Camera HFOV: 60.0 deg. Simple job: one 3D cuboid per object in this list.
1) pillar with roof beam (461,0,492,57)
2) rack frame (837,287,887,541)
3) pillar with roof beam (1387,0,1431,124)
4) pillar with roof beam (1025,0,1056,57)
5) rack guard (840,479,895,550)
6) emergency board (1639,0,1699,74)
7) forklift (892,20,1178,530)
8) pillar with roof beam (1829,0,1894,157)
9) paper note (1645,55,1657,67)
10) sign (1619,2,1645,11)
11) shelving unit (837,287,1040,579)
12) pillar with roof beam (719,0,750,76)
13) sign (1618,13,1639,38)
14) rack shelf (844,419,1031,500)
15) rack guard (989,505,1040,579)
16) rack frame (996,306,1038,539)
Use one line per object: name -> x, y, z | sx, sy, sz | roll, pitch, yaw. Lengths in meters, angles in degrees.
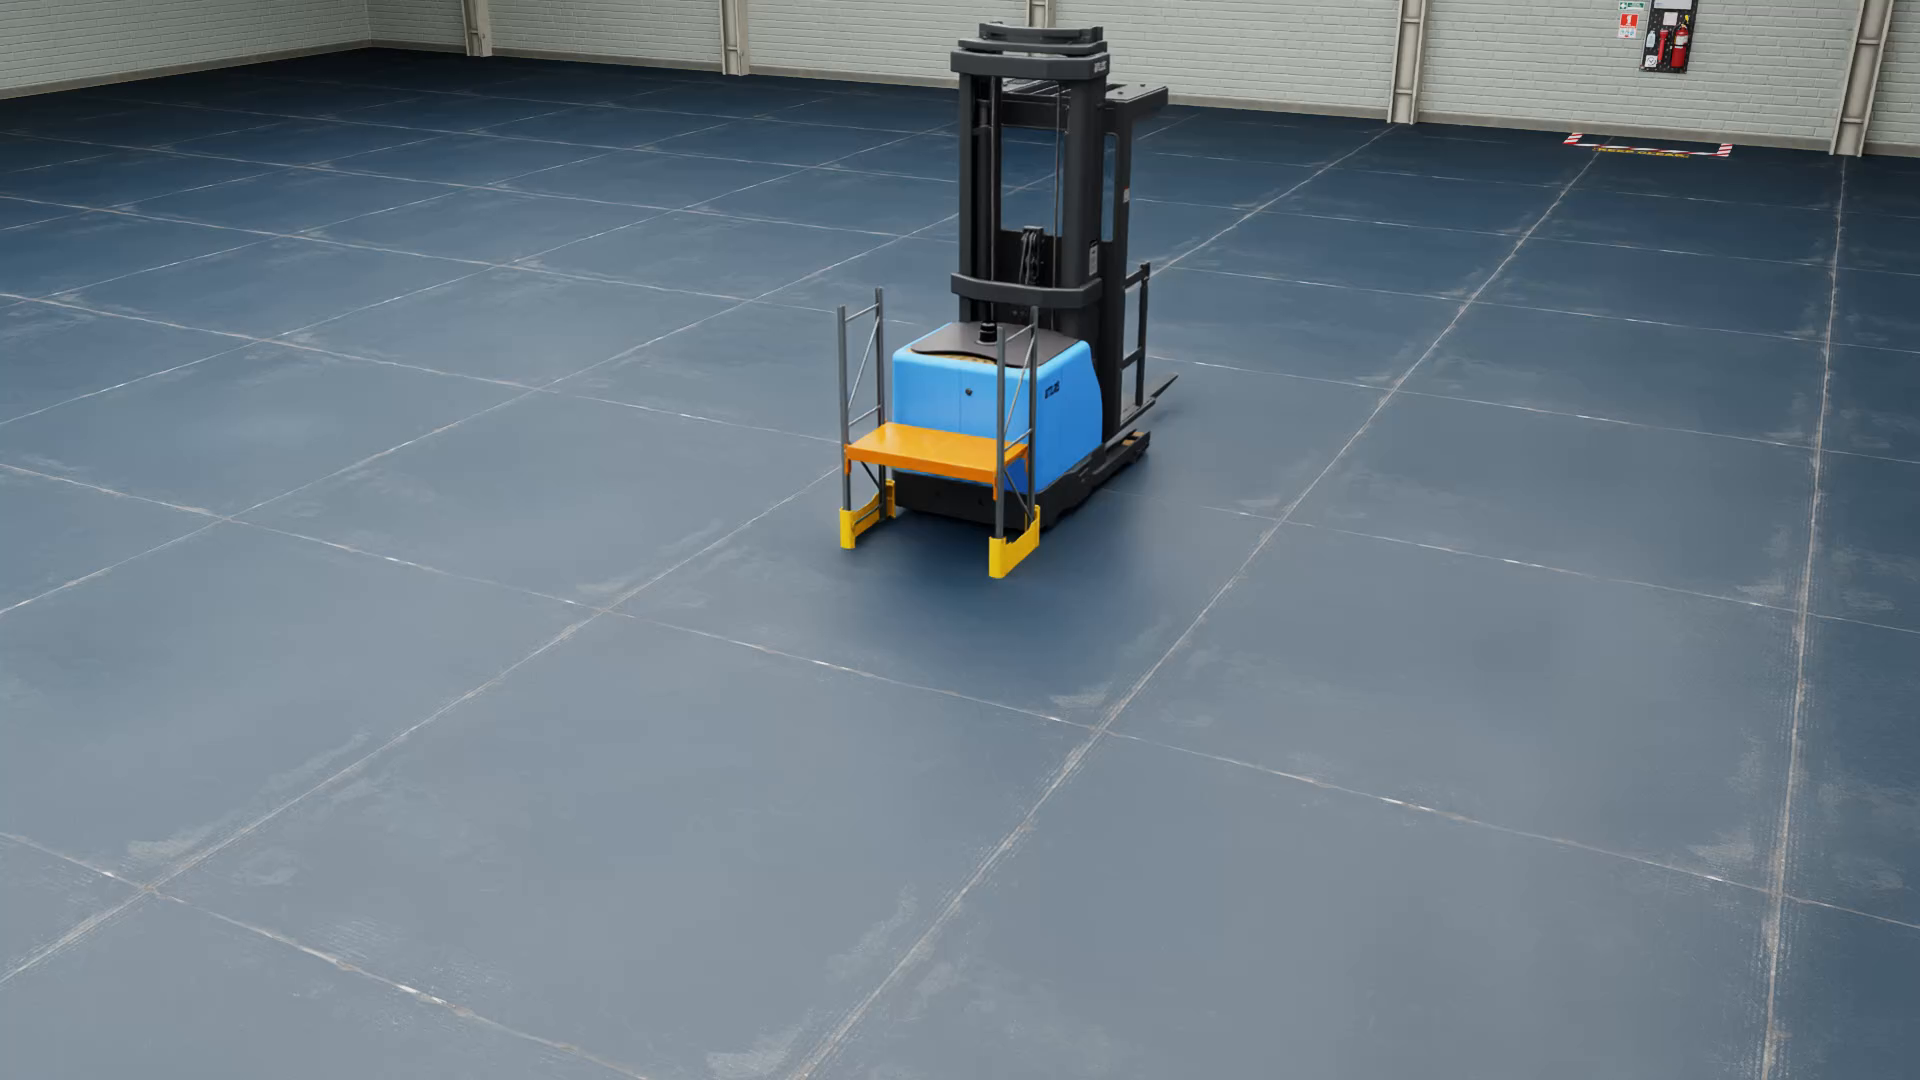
pillar with roof beam -> -11.336, -12.121, 27.253 | 0.400, 9.000, 9.100 | 11, 25, 25
rack frame -> -0.587, -0.741, 10.077 | 0.032, 1.500, 0.500 | 11, 25, 24
pillar with roof beam -> 4.728, -8.943, 19.779 | 0.400, 9.000, 9.100 | 11, 25, 25
pillar with roof beam -> -0.627, -10.002, 22.271 | 0.400, 9.000, 9.100 | 11, 25, 25
rack guard -> -0.569, -0.163, 10.314 | 0.087, 0.250, 0.587 | 11, 25, 24
emergency board -> 9.836, -7.076, 23.055 | 0.643, 1.169, 0.194 | 11, 25, 25
forklift -> 0.681, -1.947, 11.083 | 1.130, 2.935, 3.031 | 11, 25, 25
pillar with roof beam -> 10.082, -7.883, 17.288 | 0.400, 9.000, 9.100 | 11, 25, 25
paper note -> 9.709, -6.726, 23.358 | 0.142, 0.148, 0.016 | 11, 25, 25
sign -> 9.389, -7.466, 23.250 | 0.331, 0.109, 0.001 | 11, 25, 25
shelving unit -> -0.121, -0.653, 9.870 | 1.083, 1.500, 0.587 | 11, 25, 24
pillar with roof beam -> -5.982, -11.062, 24.762 | 0.400, 9.000, 9.100 | 11, 25, 25
sign -> 9.389, -7.226, 23.362 | 0.234, 0.329, 0.001 | 11, 25, 25
rack shelf -> -0.129, -0.489, 9.944 | 1.000, 0.185, 0.538 | 11, 25, 24
rack guard -> 0.328, 0.006, 9.916 | 0.087, 0.250, 0.587 | 11, 25, 24
rack frame -> 0.329, -0.569, 9.671 | 0.032, 1.500, 0.500 | 11, 25, 24
